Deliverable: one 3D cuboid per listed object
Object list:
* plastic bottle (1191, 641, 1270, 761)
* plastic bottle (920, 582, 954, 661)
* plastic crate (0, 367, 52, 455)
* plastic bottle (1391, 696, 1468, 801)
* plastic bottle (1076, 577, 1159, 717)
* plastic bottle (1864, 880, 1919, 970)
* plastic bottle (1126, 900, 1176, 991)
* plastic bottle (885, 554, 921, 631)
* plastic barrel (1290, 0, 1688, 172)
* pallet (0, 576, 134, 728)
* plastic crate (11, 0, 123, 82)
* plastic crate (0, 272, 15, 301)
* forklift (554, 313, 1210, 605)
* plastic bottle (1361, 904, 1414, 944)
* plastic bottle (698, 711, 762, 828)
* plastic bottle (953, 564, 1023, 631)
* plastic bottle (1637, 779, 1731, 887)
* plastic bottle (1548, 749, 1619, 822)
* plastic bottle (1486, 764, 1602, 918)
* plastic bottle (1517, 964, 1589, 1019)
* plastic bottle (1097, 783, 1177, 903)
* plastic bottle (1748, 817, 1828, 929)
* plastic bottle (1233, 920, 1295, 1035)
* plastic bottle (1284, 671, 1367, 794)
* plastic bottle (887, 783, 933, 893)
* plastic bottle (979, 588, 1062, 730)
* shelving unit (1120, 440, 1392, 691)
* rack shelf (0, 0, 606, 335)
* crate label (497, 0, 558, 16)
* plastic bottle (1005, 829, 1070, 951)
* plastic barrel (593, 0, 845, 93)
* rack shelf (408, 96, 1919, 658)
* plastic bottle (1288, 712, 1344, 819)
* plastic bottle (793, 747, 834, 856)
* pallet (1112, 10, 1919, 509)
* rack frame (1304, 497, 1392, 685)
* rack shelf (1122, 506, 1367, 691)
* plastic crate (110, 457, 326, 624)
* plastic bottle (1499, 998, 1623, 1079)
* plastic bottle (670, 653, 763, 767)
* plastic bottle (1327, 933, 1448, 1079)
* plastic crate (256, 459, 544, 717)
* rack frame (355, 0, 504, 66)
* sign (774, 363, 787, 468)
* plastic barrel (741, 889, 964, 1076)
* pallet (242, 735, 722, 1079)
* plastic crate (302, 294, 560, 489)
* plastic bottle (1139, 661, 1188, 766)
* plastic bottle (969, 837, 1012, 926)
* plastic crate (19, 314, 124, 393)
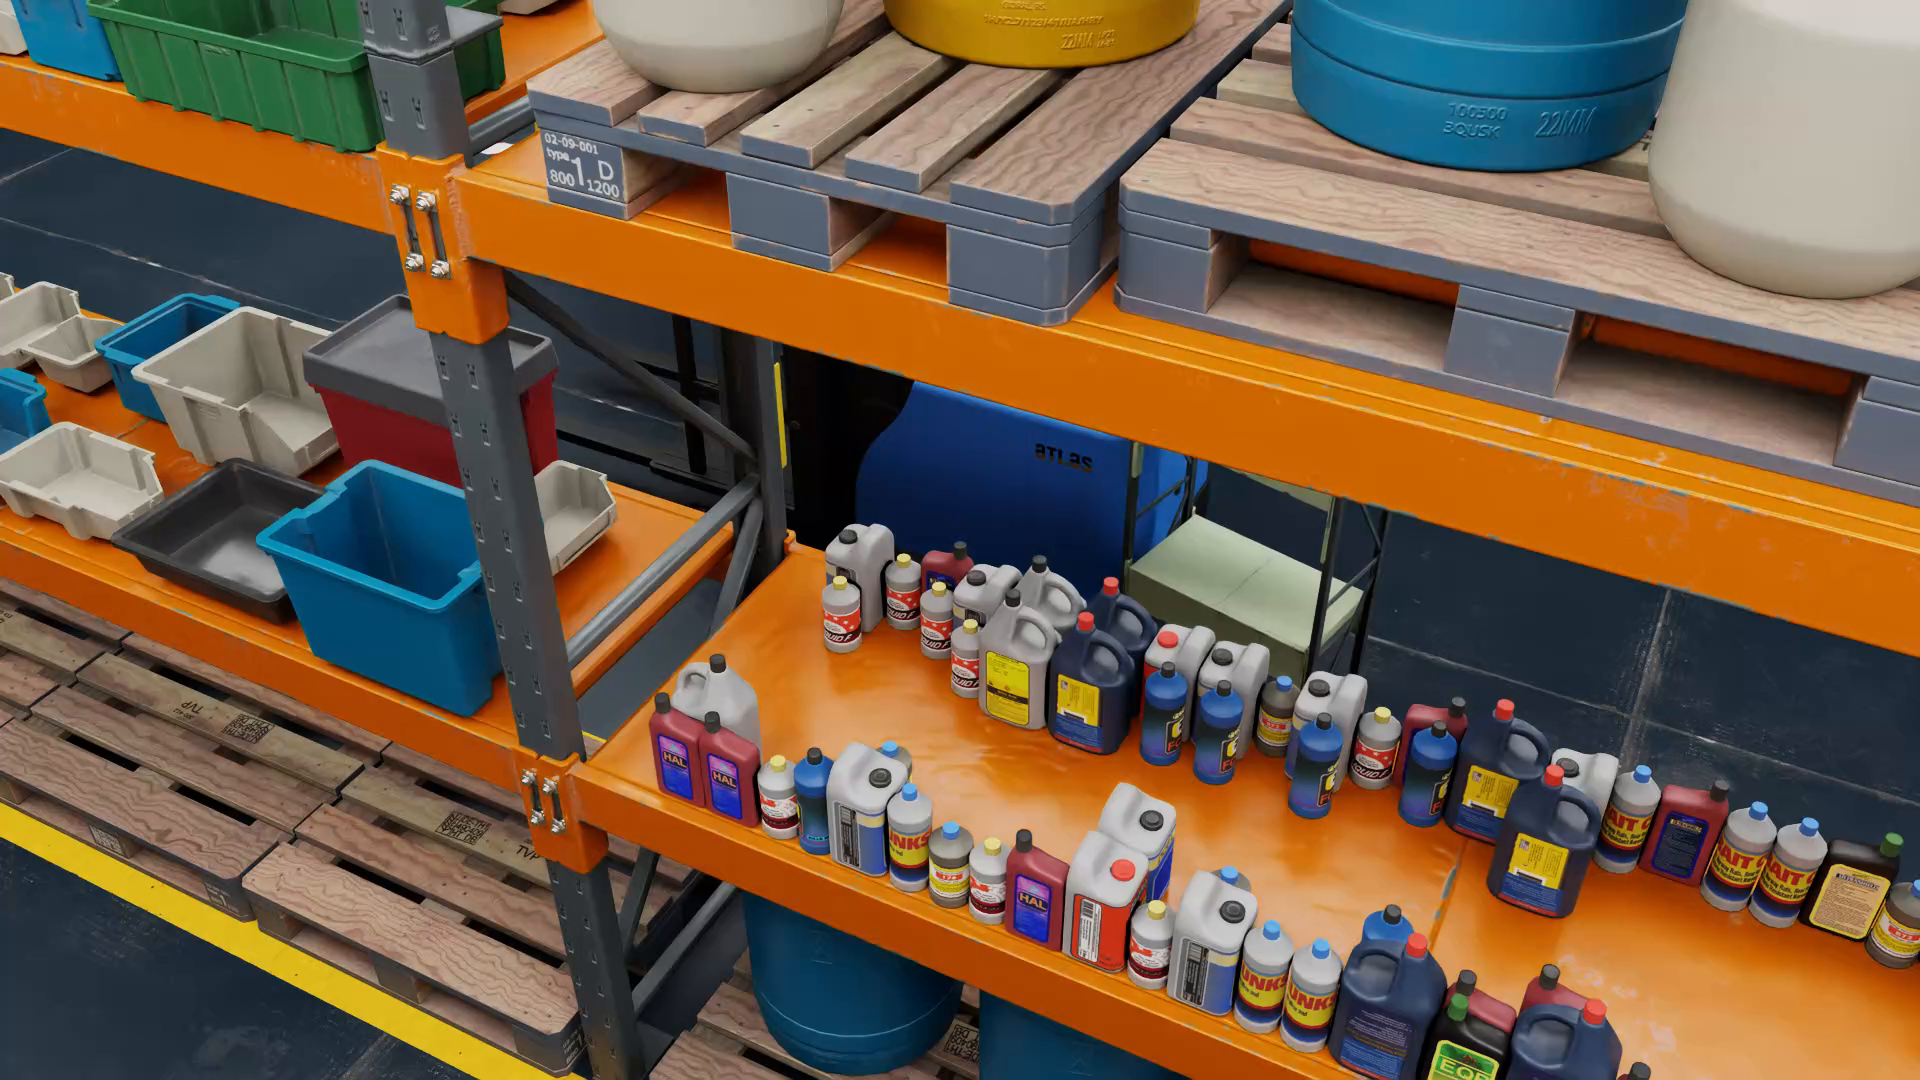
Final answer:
[{"bbox_3d":[0.634,0.357,3.901,0.135,0.276,0.152,17,41,21],"label":"plastic bottle"},{"bbox_3d":[-0.052,0.195,4.177,0.097,0.201,0.097,0,37,0],"label":"plastic bottle"},{"bbox_3d":[-2.805,-0.282,4.729,0.300,0.233,0.416,17,41,21],"label":"plastic crate"},{"bbox_3d":[1.066,0.459,3.762,0.133,0.283,0.061,17,41,21],"label":"plastic bottle"},{"bbox_3d":[0.374,0.243,3.989,0.185,0.351,0.144,17,41,21],"label":"plastic bottle"},{"bbox_3d":[1.940,0.777,3.409,0.097,0.201,0.097,0,37,0],"label":"plastic bottle"},{"bbox_3d":[0.392,0.809,3.367,0.097,0.201,0.097,0,37,0],"label":"plastic bottle"},{"bbox_3d":[-0.142,0.125,4.268,0.097,0.201,0.097,0,37,0],"label":"plastic bottle"},{"bbox_3d":[0.829,-1.077,2.445,0.708,0.901,0.600,17,41,21],"label":"plastic barrel"},{"bbox_3d":[-3.594,0.341,6.126,1.213,0.211,1.003,17,41,21],"label":"pallet"},{"bbox_3d":[-1.712,-1.117,3.399,0.300,0.233,0.416,17,41,21],"label":"plastic crate"},{"bbox_3d":[-3.250,-0.721,5.387,0.243,0.136,0.396,17,41,21],"label":"plastic crate"},{"bbox_3d":[-0.561,-1.341,6.092,3.031,2.935,1.130,17,40,21],"label":"forklift"},{"bbox_3d":[0.837,0.823,3.292,0.097,0.271,0.097,0,37,0],"label":"plastic bottle"},{"bbox_3d":[-0.509,0.507,3.698,0.133,0.283,0.061,17,41,21],"label":"plastic bottle"},{"bbox_3d":[0.066,0.180,4.135,0.135,0.276,0.152,17,41,21],"label":"plastic bottle"},{"bbox_3d":[1.555,0.611,3.560,0.133,0.283,0.061,17,41,21],"label":"plastic bottle"},{"bbox_3d":[1.328,0.575,3.615,0.135,0.276,0.152,17,41,21],"label":"plastic bottle"},{"bbox_3d":[1.238,0.617,3.497,0.185,0.351,0.144,17,41,21],"label":"plastic bottle"},{"bbox_3d":[1.127,0.921,3.152,0.133,0.283,0.061,17,41,21],"label":"plastic bottle"},{"bbox_3d":[0.371,0.651,3.514,0.135,0.276,0.152,17,41,21],"label":"plastic bottle"},{"bbox_3d":[1.735,0.685,3.473,0.097,0.271,0.097,0,37,0],"label":"plastic bottle"},{"bbox_3d":[0.598,0.846,3.261,0.097,0.271,0.097,0,37,0],"label":"plastic bottle"},{"bbox_3d":[0.840,0.422,3.816,0.135,0.276,0.152,17,41,21],"label":"plastic bottle"},{"bbox_3d":[-0.105,0.626,3.551,0.097,0.271,0.097,0,37,0],"label":"plastic bottle"},{"bbox_3d":[0.144,0.269,3.955,0.185,0.351,0.144,17,41,21],"label":"plastic bottle"},{"bbox_3d":[0.968,0.002,5.507,0.755,1.500,0.431,27,45,31],"label":"shelving unit"},{"bbox_3d":[-2.533,-1.372,4.190,4.000,0.370,1.077,17,41,21],"label":"rack shelf"},{"bbox_3d":[-1.058,-1.288,3.704,0.466,0.136,0.293,17,41,21],"label":"crate label"},{"bbox_3d":[0.161,0.717,3.421,0.133,0.283,0.061,17,41,21],"label":"plastic bottle"},{"bbox_3d":[-0.404,-1.043,2.702,0.433,0.535,0.433,0,37,0],"label":"plastic barrel"},{"bbox_3d":[1.019,-0.260,2.725,4.000,0.370,1.077,17,41,21],"label":"rack shelf"},{"bbox_3d":[0.799,0.496,3.723,0.097,0.271,0.097,0,37,0],"label":"plastic bottle"},{"bbox_3d":[-0.311,0.561,3.636,0.097,0.271,0.097,0,37,0],"label":"plastic bottle"},{"bbox_3d":[0.993,-0.548,2.666,1.213,0.211,1.003,17,41,21],"label":"pallet"},{"bbox_3d":[1.247,0.145,5.319,0.023,1.500,0.400,27,45,31],"label":"rack frame"},{"bbox_3d":[0.968,0.261,5.704,0.720,0.370,0.431,27,45,31],"label":"rack shelf"},{"bbox_3d":[-1.874,0.011,4.432,0.590,0.125,0.437,17,41,21],"label":"plastic crate"},{"bbox_3d":[1.103,0.956,3.050,0.185,0.351,0.144,17,41,21],"label":"plastic bottle"},{"bbox_3d":[-0.557,0.395,3.789,0.185,0.351,0.144,17,41,21],"label":"plastic bottle"},{"bbox_3d":[0.820,0.868,3.166,0.185,0.351,0.144,17,41,21],"label":"plastic bottle"},{"bbox_3d":[-1.328,0.128,4.064,0.575,0.384,0.392,17,41,21],"label":"plastic crate"},{"bbox_3d":[-0.757,-2.297,2.333,0.127,3.000,1.000,17,41,21],"label":"rack frame"},{"bbox_3d":[-0.502,-0.313,4.452,0.005,0.325,0.100,17,41,21],"label":"sign"},{"bbox_3d":[-0.281,0.921,4.443,0.708,0.901,0.600,17,41,21],"label":"plastic barrel"},{"bbox_3d":[-1.427,1.020,5.232,1.213,0.211,1.003,17,41,21],"label":"pallet"},{"bbox_3d":[-1.434,-0.340,4.614,0.583,0.464,0.402,17,41,21],"label":"plastic crate"},{"bbox_3d":[0.473,0.394,3.857,0.097,0.271,0.097,0,37,0],"label":"plastic bottle"},{"bbox_3d":[0.067,0.708,3.501,0.097,0.201,0.097,0,37,0],"label":"plastic bottle"},{"bbox_3d":[-2.720,-0.584,5.207,0.250,0.136,0.298,17,41,21],"label":"plastic crate"}]
